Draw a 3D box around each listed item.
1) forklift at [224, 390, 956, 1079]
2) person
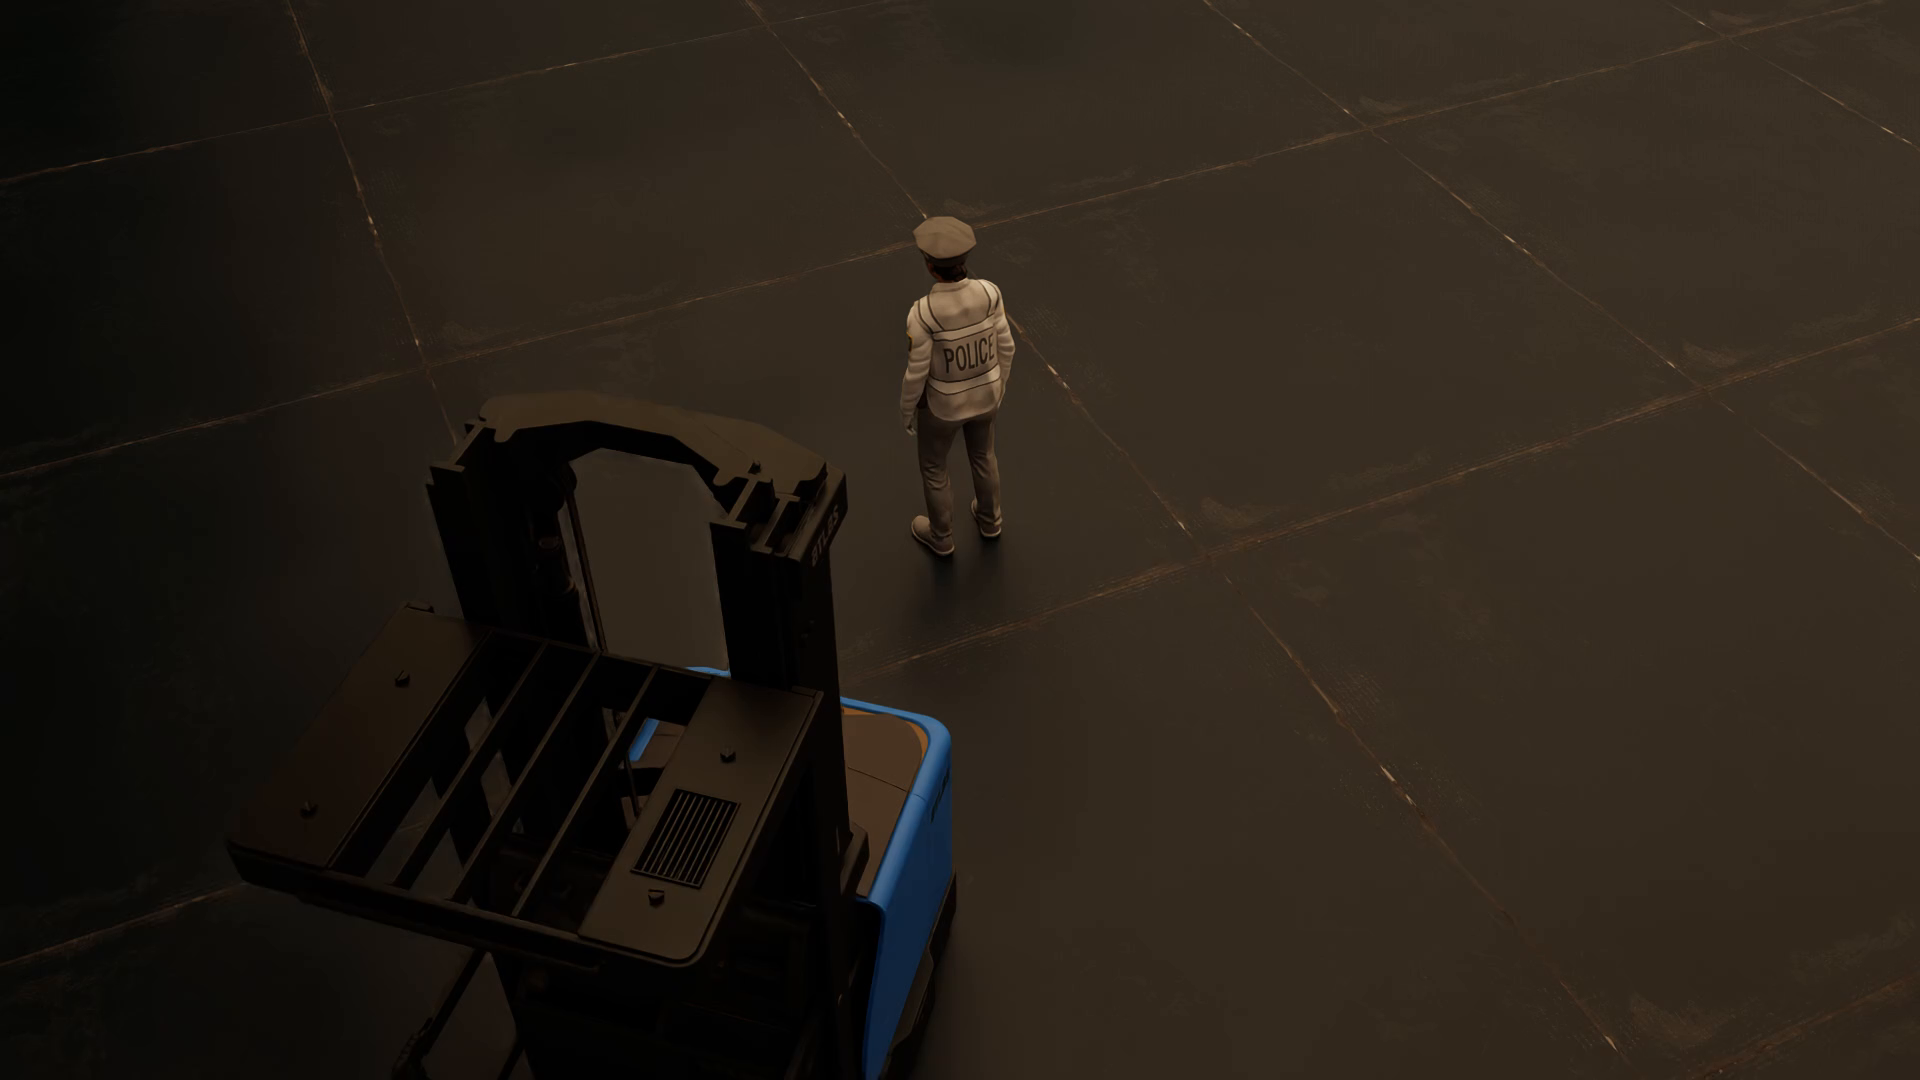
[{"bbox_3d":[-0.915,1.196,4.398,1.130,2.935,3.031,11,44,12],"label":"forklift"},{"bbox_3d":[-0.022,-0.622,7.278,0.529,1.663,0.372,-19,46,-19],"label":"person"}]
